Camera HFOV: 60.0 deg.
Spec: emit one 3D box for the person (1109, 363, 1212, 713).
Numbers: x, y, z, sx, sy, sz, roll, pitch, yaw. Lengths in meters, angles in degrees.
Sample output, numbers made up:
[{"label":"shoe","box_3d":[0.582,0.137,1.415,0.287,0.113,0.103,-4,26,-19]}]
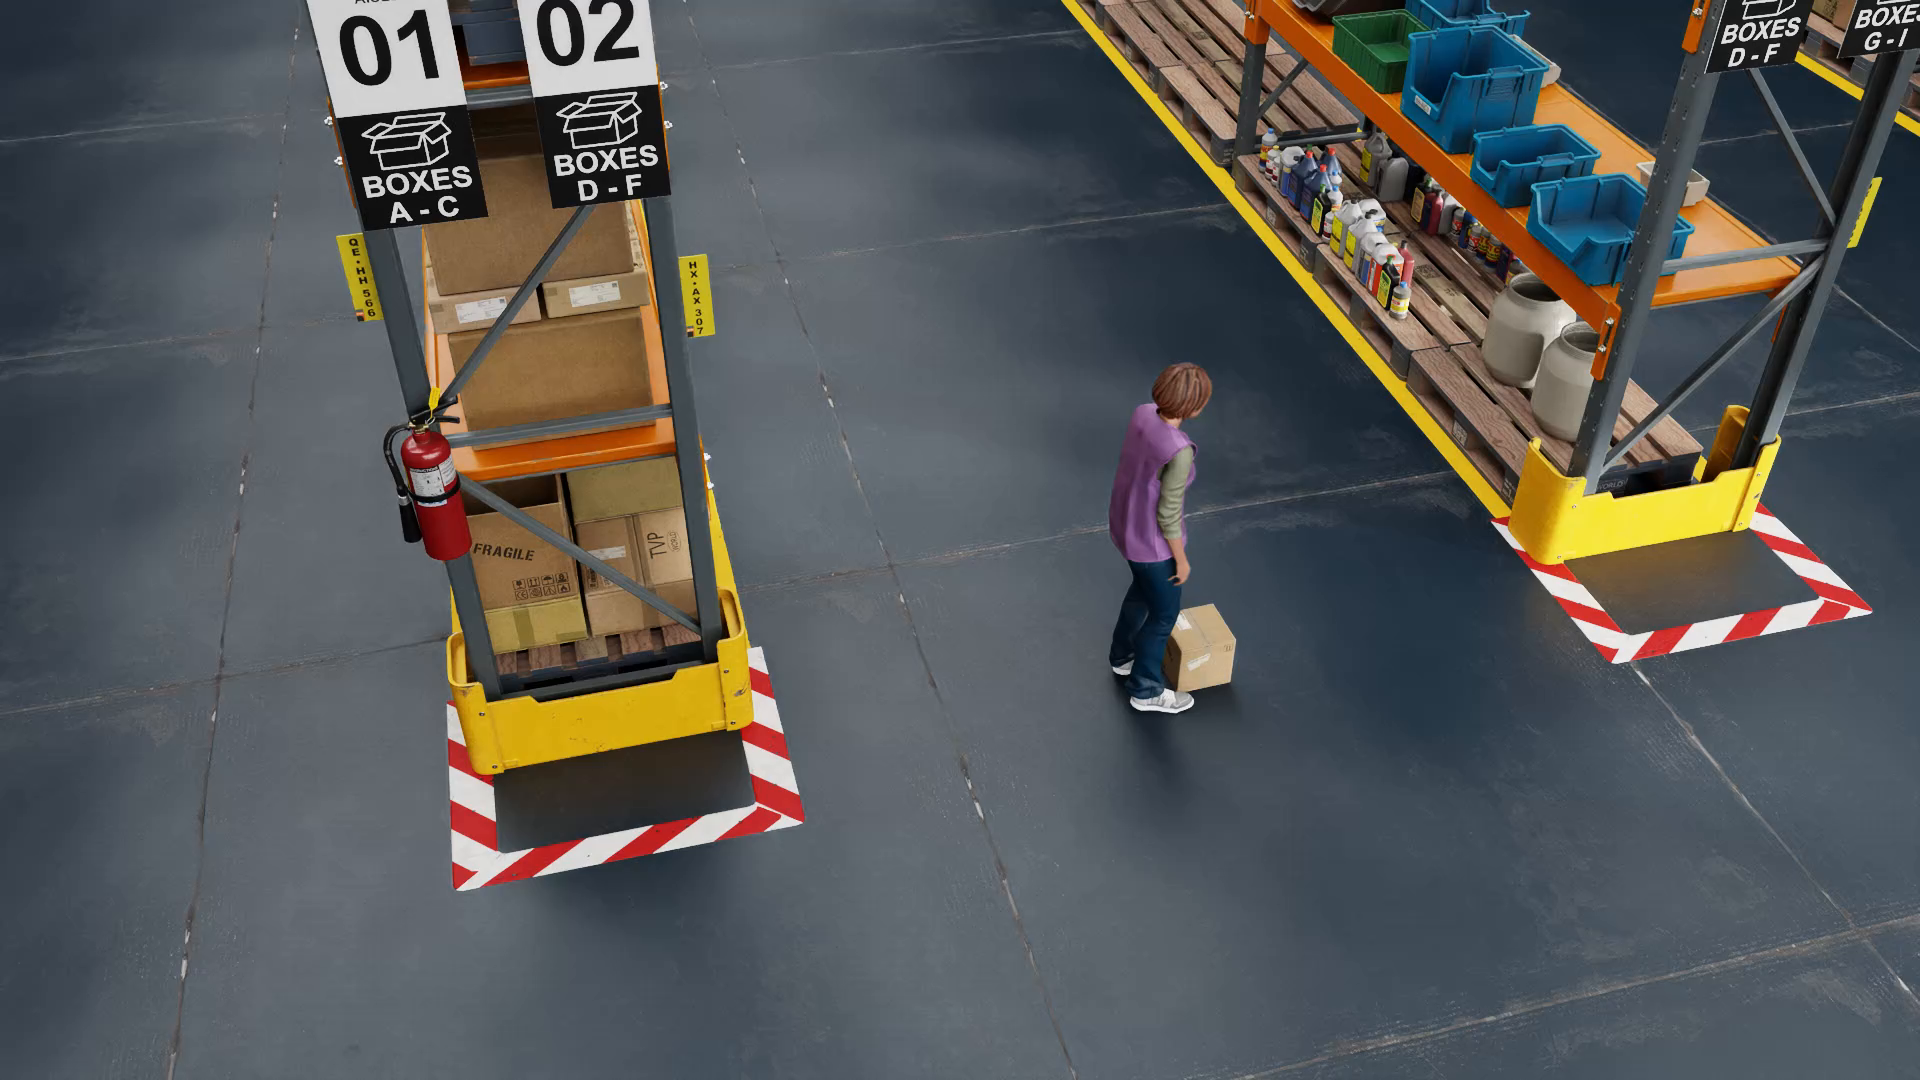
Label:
[{"label":"person","box_3d":[0.790,-0.010,6.734,0.349,1.593,0.473,-10,40,-13]}]
